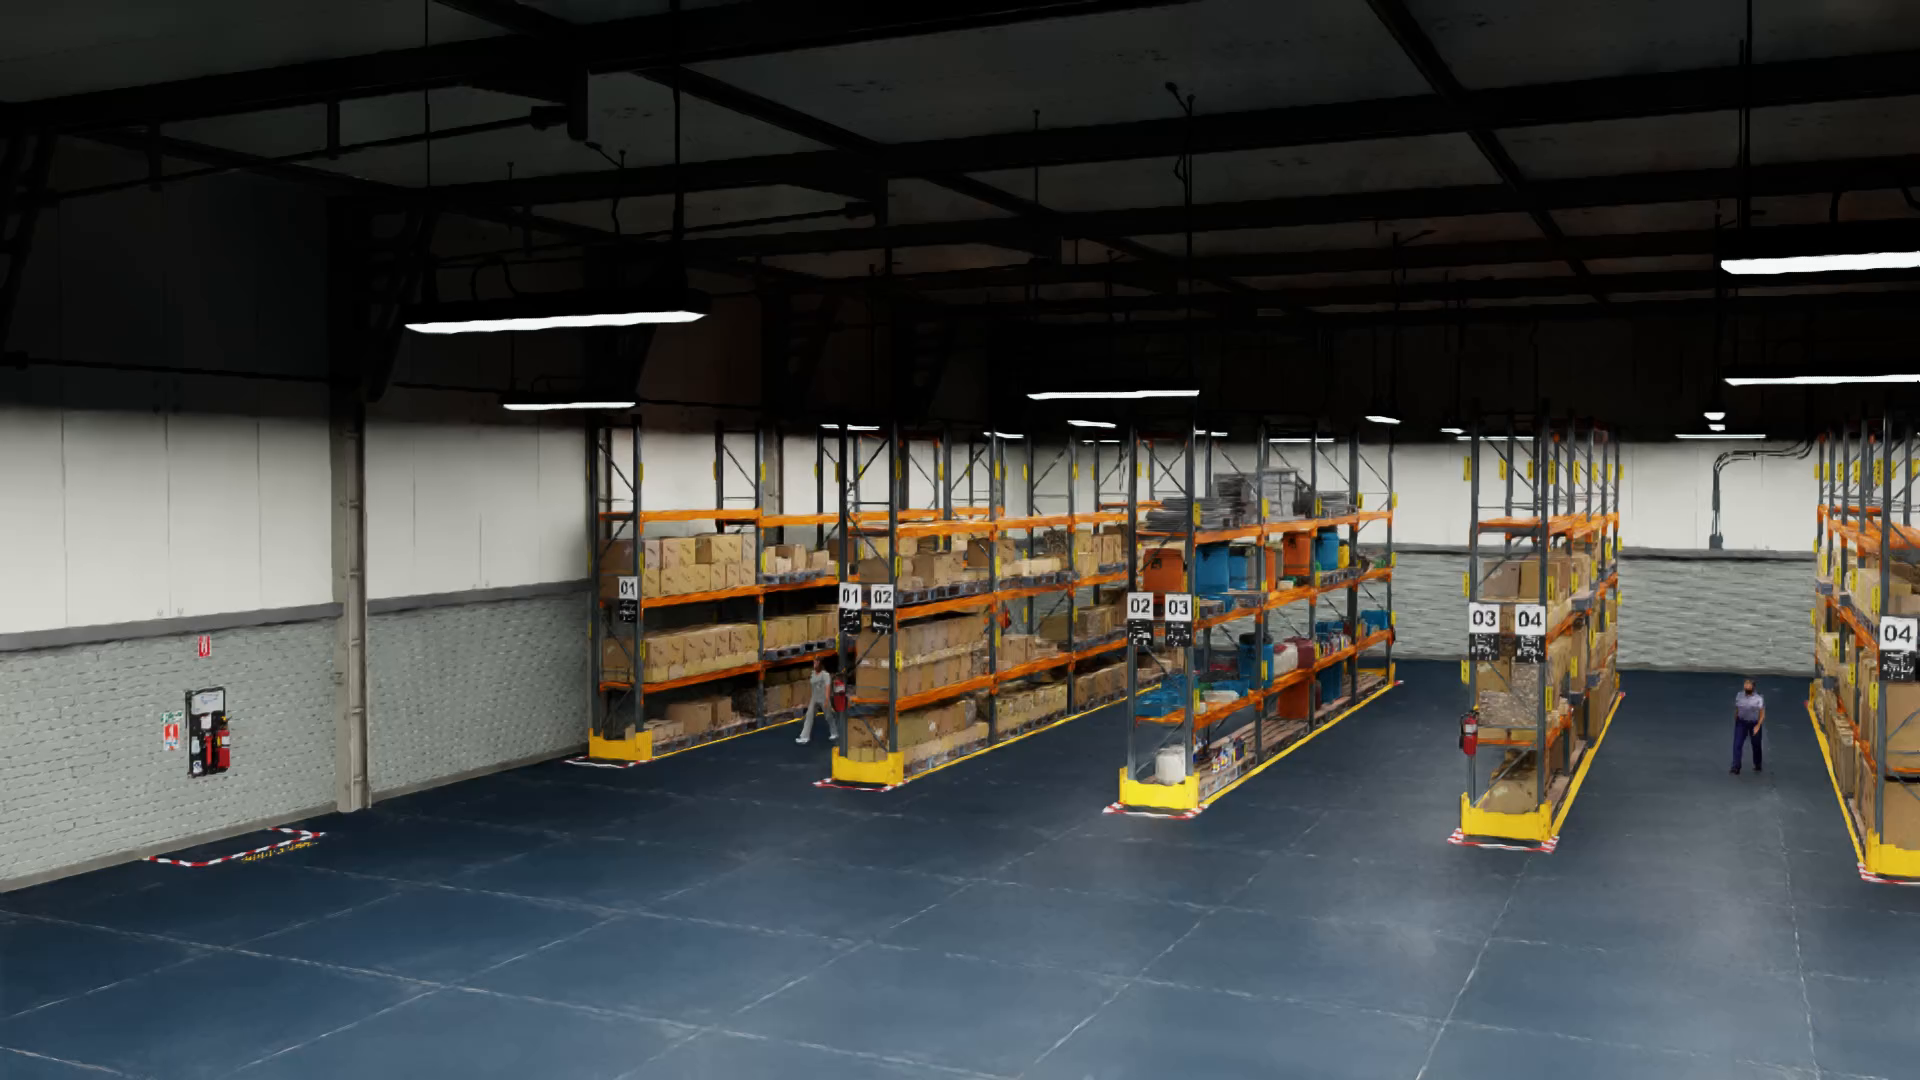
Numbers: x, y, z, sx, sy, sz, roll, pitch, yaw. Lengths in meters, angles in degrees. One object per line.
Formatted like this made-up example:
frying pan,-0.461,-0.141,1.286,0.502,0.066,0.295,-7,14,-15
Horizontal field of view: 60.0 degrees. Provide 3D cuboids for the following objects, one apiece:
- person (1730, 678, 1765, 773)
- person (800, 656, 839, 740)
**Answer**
person,13.053,3.064,27.553,0.425,1.580,0.994,2,3,33
person,-2.558,2.897,30.663,0.445,1.538,0.946,1,3,27
